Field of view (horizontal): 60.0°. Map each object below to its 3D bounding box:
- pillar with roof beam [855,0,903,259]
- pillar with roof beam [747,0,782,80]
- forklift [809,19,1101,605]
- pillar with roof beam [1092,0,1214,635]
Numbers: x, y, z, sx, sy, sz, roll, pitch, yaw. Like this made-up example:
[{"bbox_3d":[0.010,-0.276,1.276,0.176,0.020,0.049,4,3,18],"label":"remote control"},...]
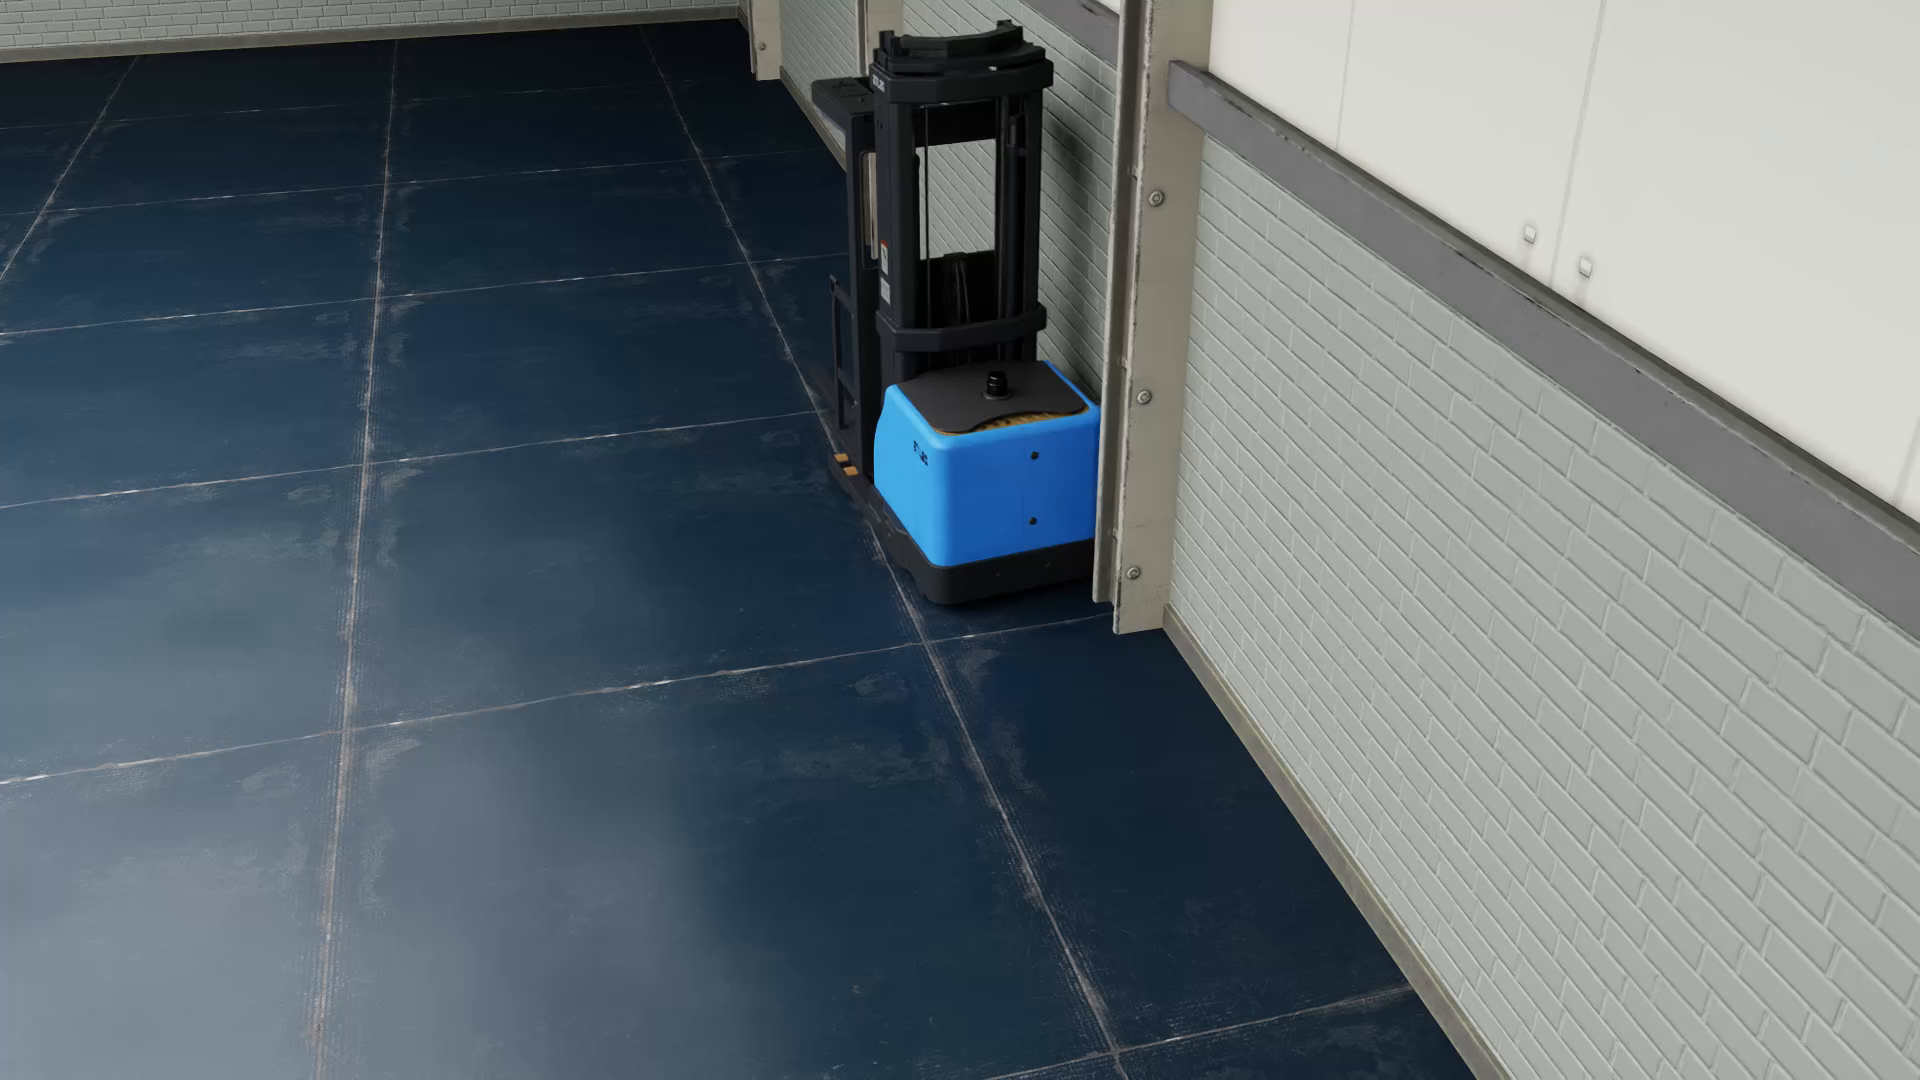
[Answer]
[{"bbox_3d":[-4.795,-5.819,11.052,9.100,9.000,0.400,-8,31,-13],"label":"pillar with roof beam"},{"bbox_3d":[-6.388,-8.717,16.059,9.100,9.000,0.400,-8,31,-13],"label":"pillar with roof beam"},{"bbox_3d":[-0.196,-1.633,9.876,1.130,2.935,3.031,-11,32,-18],"label":"forklift"},{"bbox_3d":[-3.203,-2.921,6.045,9.100,9.000,0.400,-8,31,-13],"label":"pillar with roof beam"}]
